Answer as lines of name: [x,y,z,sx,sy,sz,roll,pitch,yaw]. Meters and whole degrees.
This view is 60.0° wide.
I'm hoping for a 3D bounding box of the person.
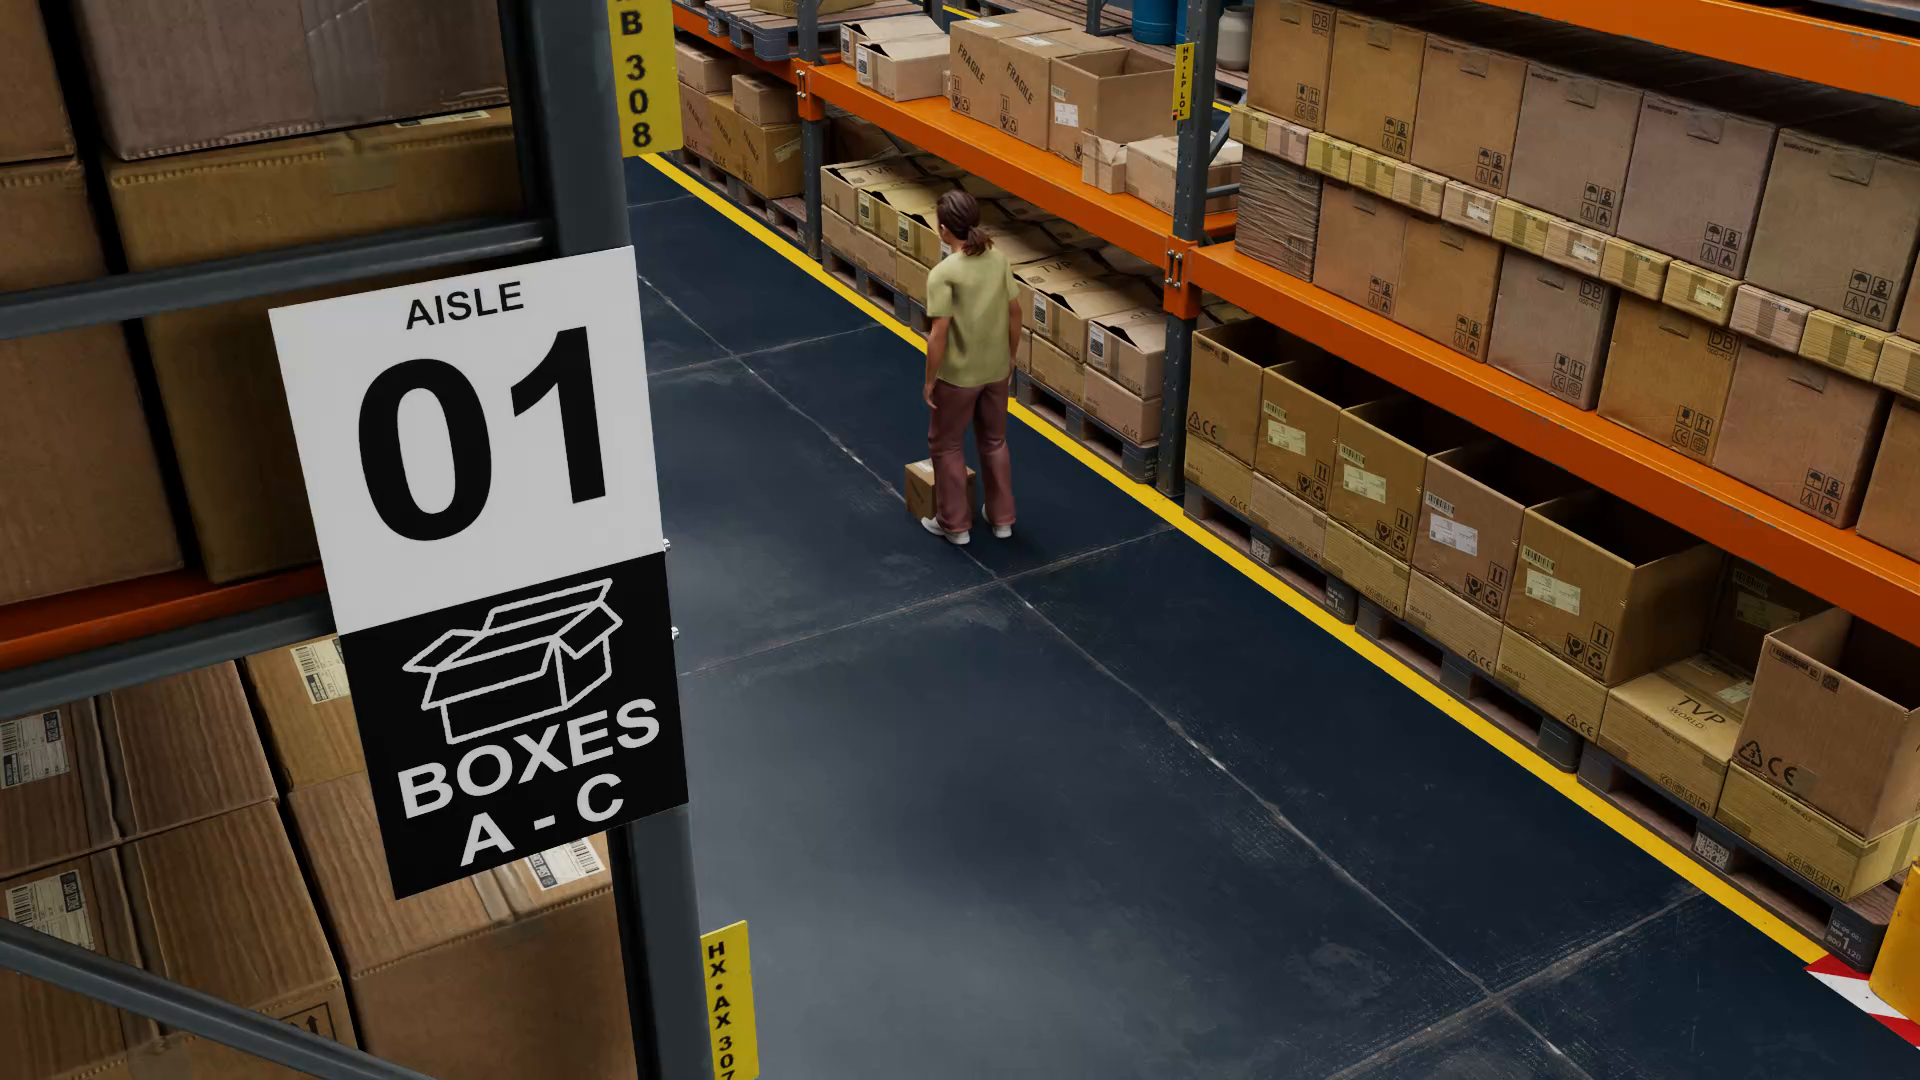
person: [0.023,-0.759,7.492,0.510,1.671,0.416,-18,34,-29]
